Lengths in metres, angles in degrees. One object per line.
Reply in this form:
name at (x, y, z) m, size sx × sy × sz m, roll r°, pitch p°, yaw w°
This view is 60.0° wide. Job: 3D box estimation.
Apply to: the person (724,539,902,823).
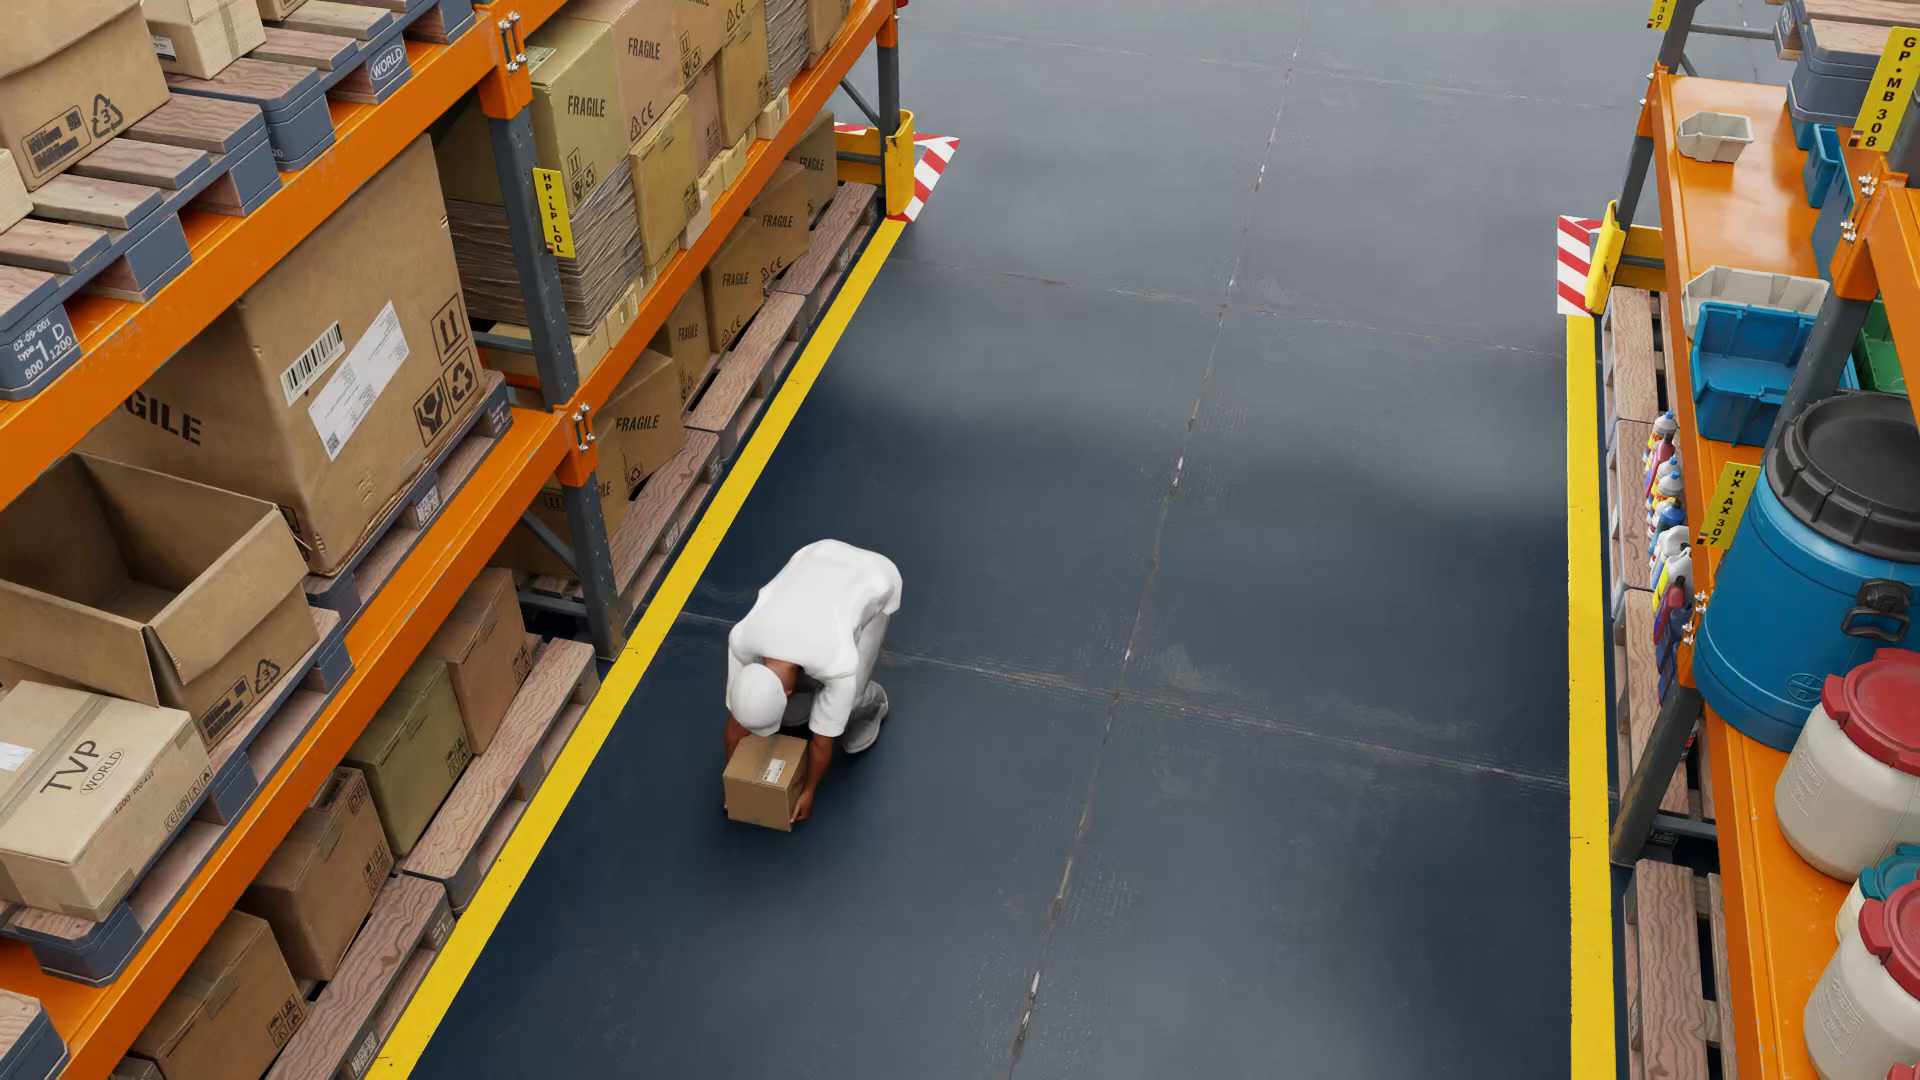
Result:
person at (-0.557, 0.519, 6.286) m, size 0.523 × 0.828 × 0.979 m, roll 18°, pitch 44°, yaw 20°
